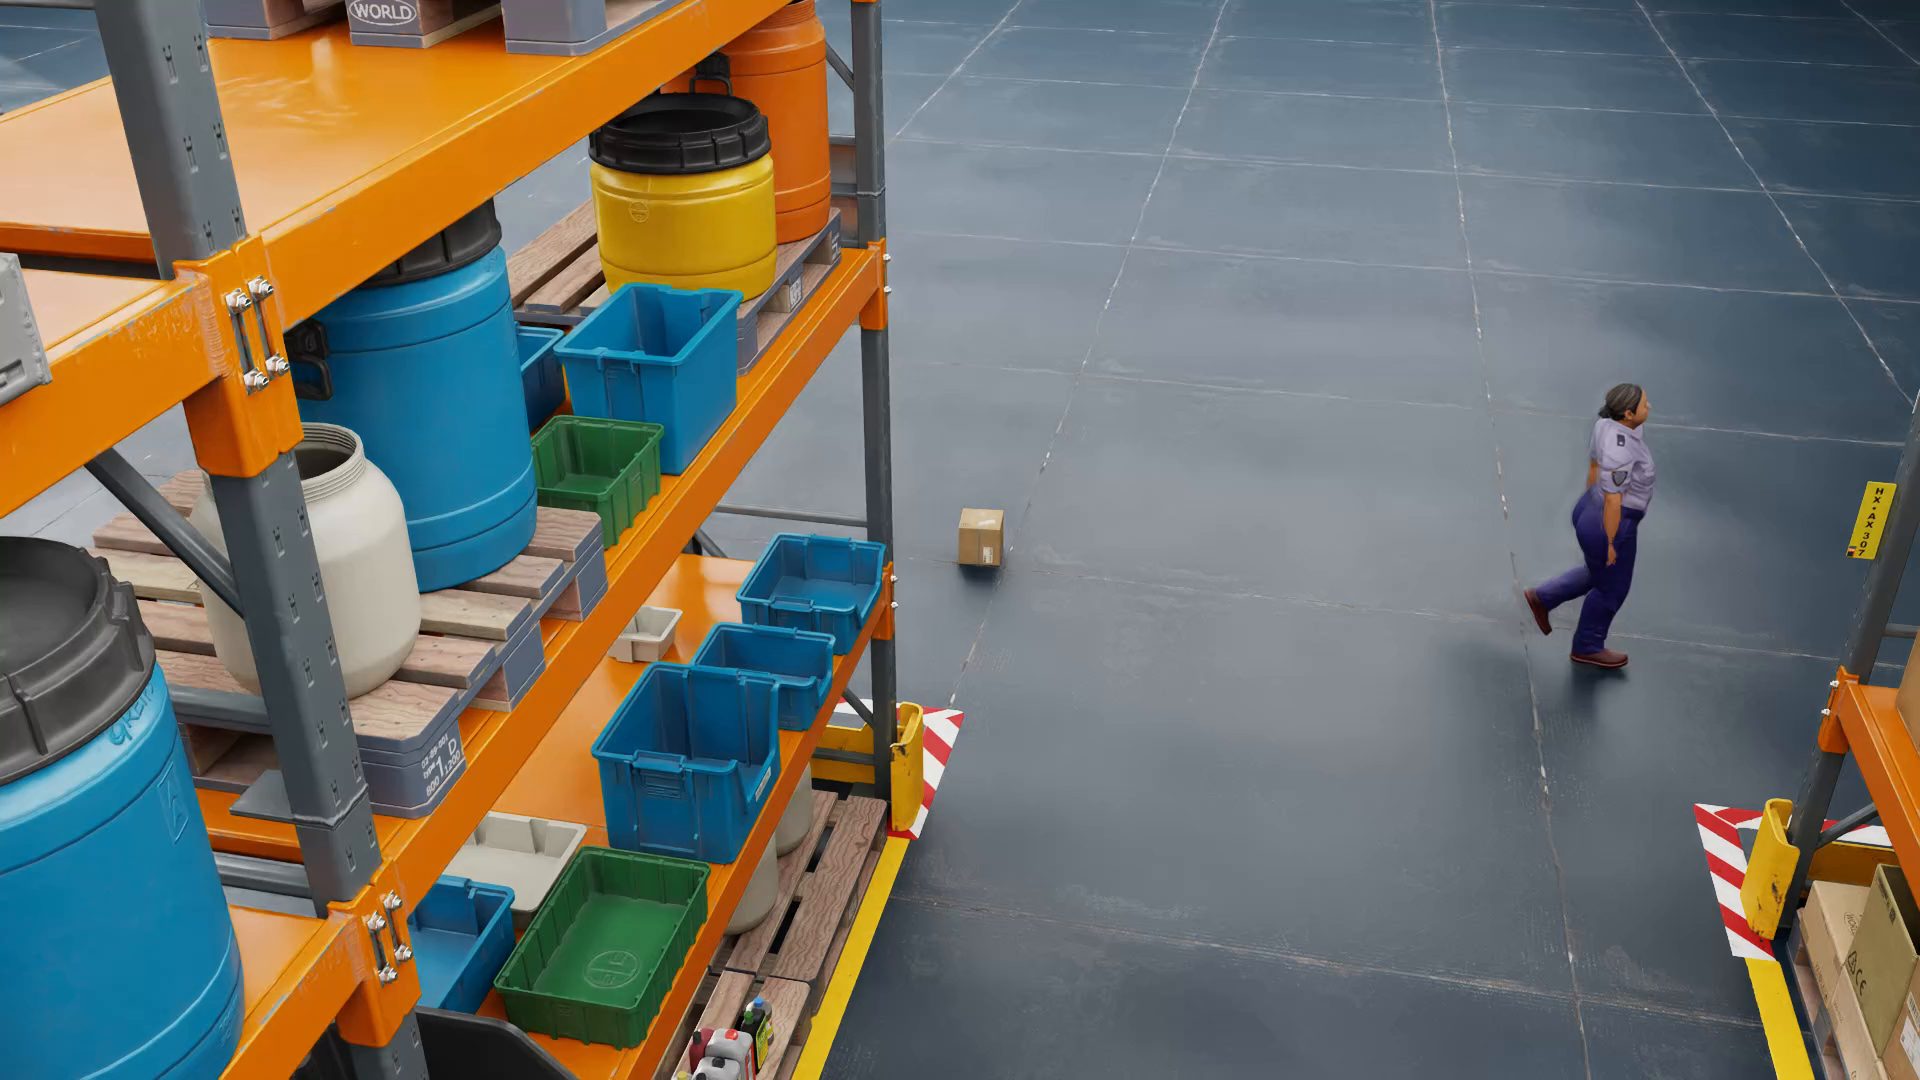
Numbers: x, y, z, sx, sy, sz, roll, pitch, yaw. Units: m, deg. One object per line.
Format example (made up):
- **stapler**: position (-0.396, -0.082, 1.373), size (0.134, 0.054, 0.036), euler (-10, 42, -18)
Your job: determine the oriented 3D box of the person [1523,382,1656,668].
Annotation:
- **person**: position (3.361, -0.084, 8.761), size (0.577, 1.603, 0.478), euler (6, 30, 11)
